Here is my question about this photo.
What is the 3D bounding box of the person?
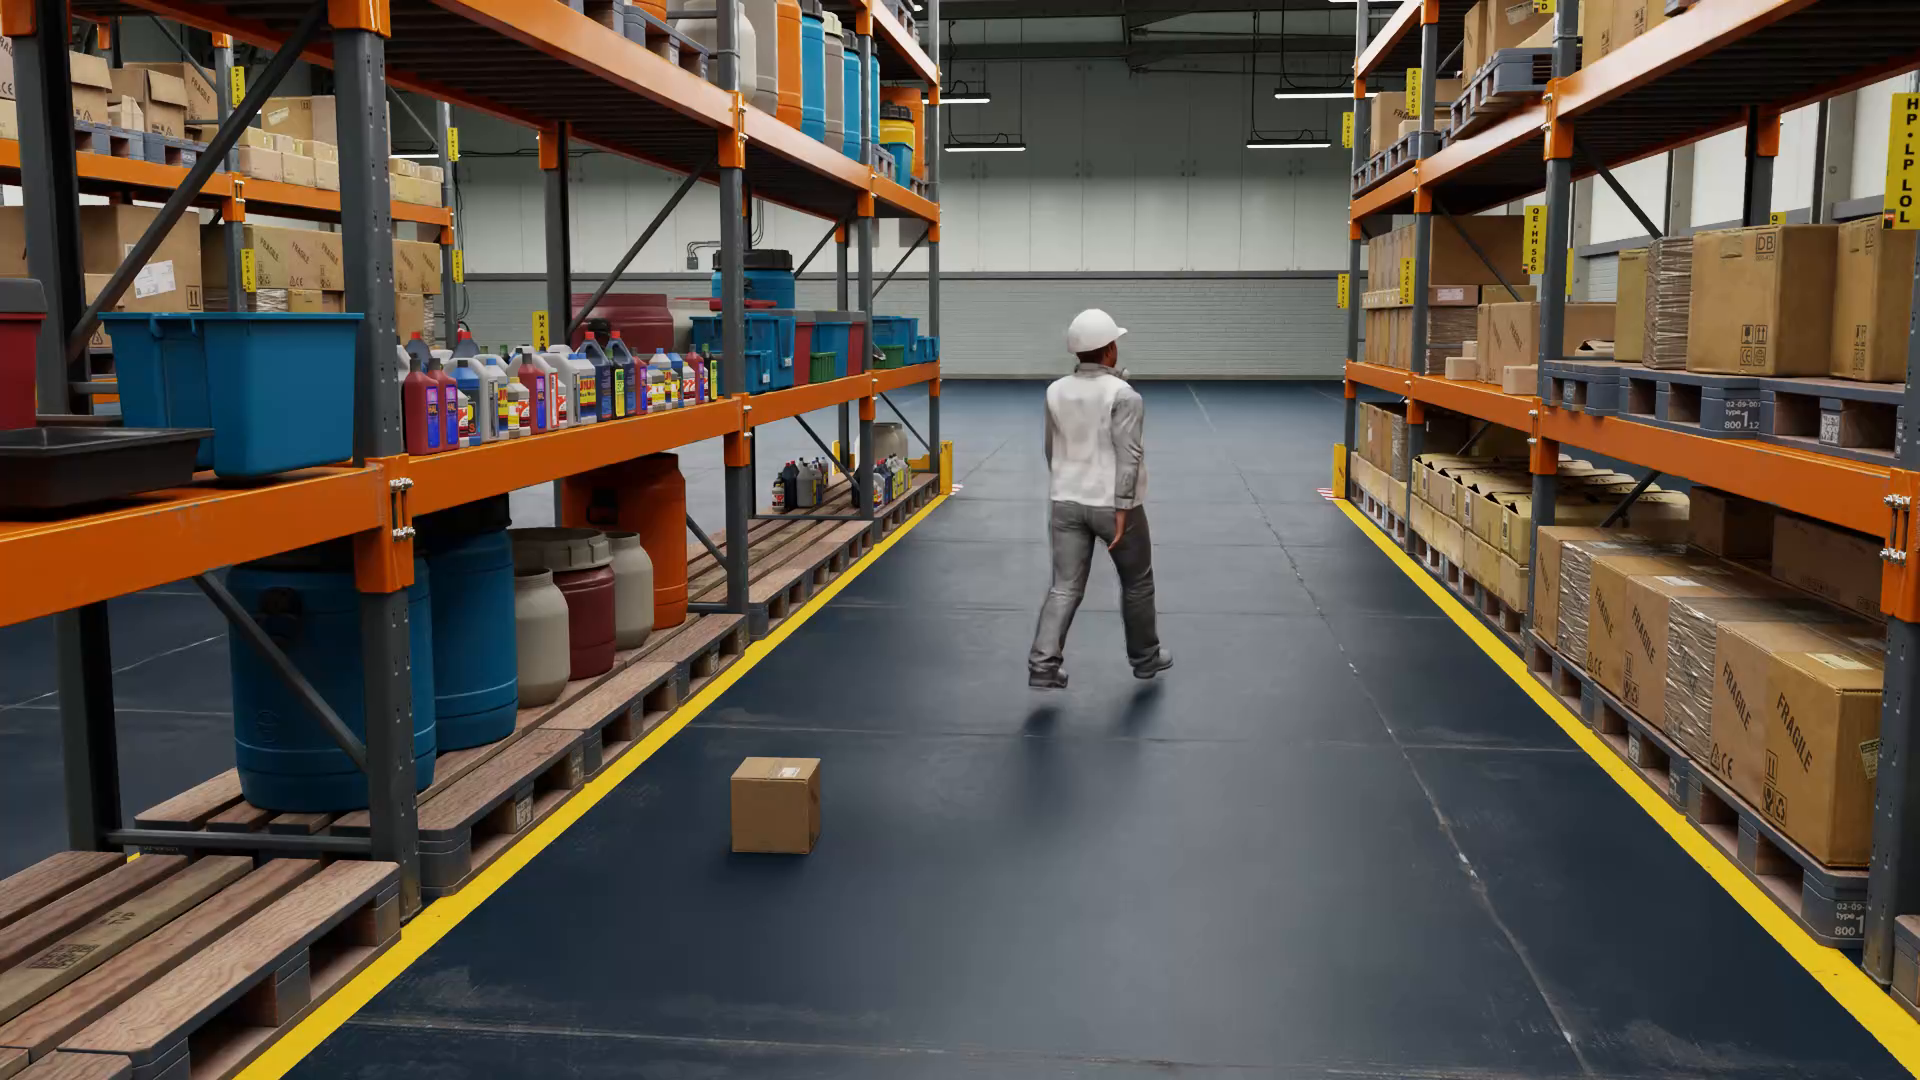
[{"bbox_3d":[0.634,-0.182,7.594,0.539,1.724,1.032,4,9,30],"label":"person"}]
